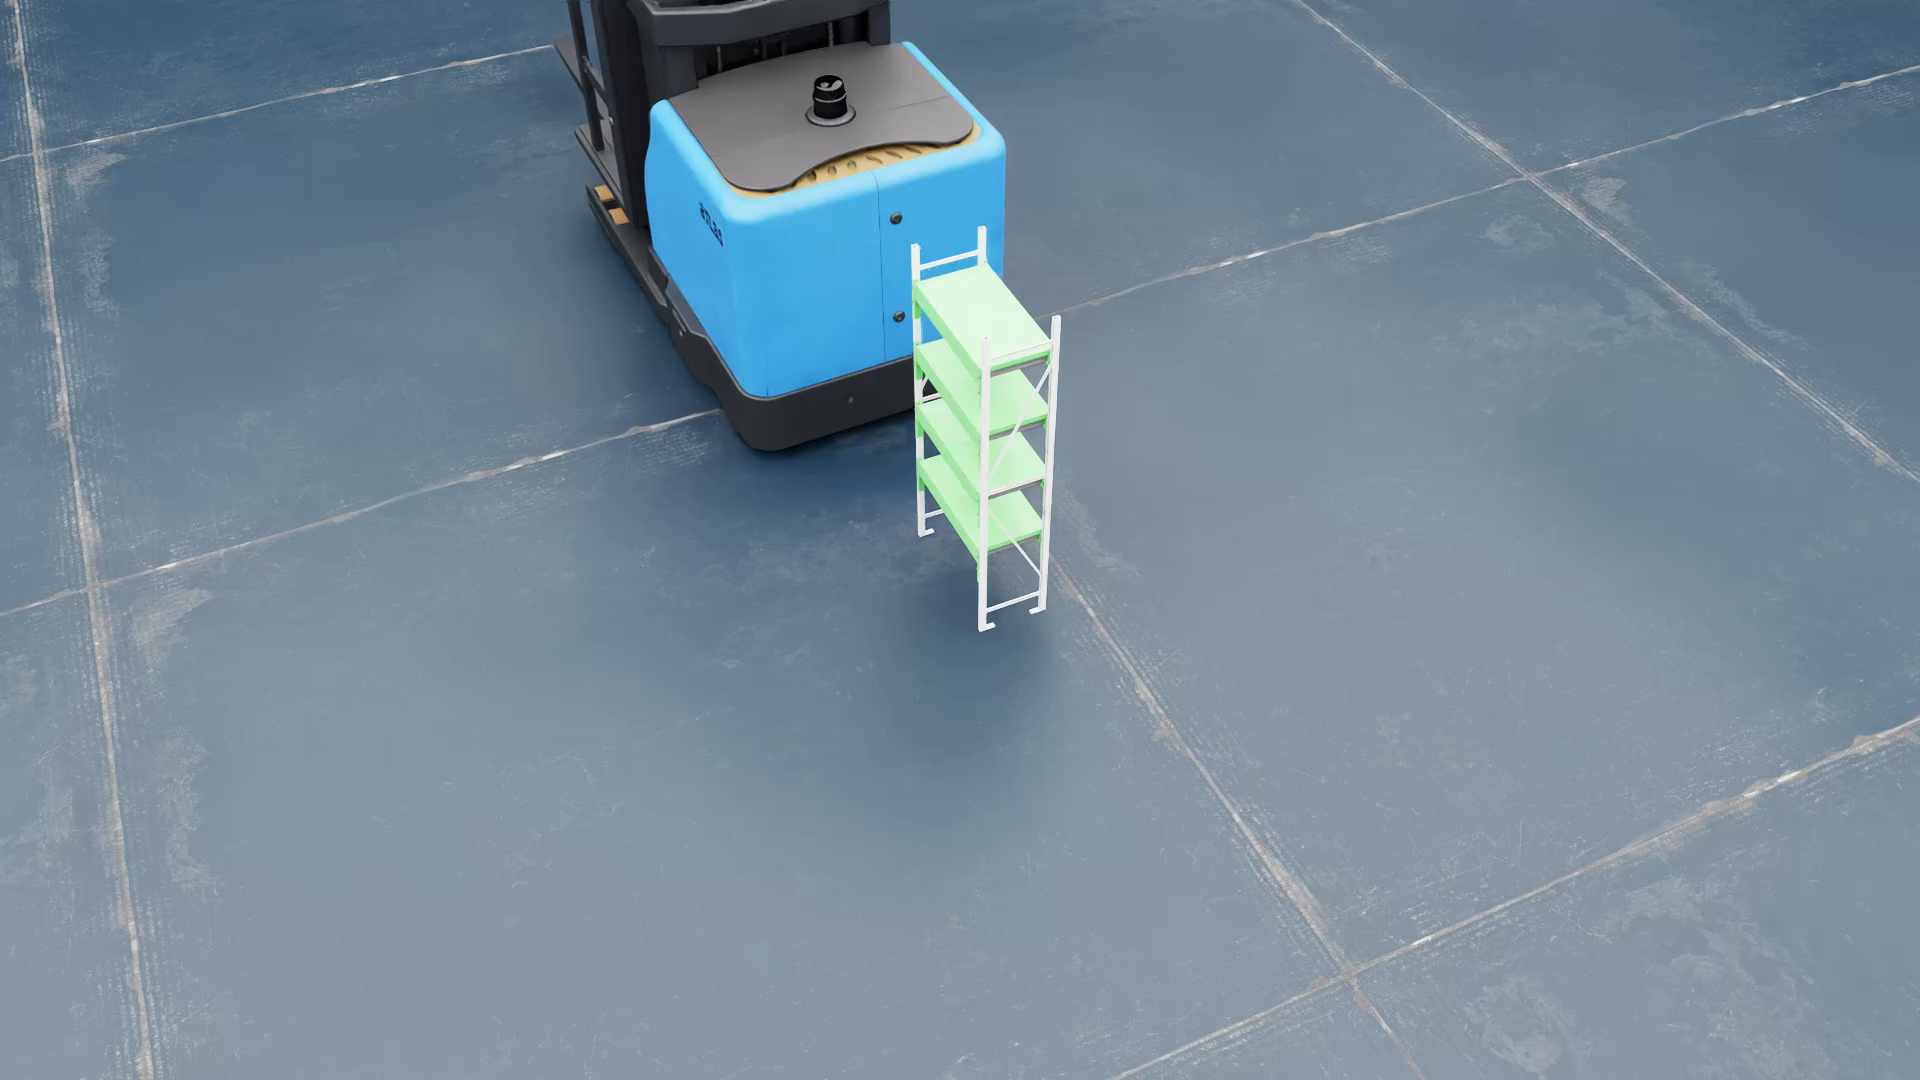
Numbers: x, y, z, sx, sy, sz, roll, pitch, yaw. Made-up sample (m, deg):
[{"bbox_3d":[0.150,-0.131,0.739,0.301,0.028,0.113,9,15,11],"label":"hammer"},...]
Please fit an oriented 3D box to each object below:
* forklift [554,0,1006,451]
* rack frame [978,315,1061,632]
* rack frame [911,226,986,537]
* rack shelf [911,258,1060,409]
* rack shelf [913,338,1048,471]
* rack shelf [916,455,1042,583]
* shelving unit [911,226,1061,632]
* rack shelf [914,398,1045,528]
[{"bbox_3d":[-0.935,-2.401,6.096,1.130,2.935,3.031,-19,48,-18],"label":"forklift"},{"bbox_3d":[0.172,-0.166,5.064,0.240,1.200,0.015,-18,47,-17],"label":"rack frame"},{"bbox_3d":[-0.033,-0.477,5.379,0.240,1.200,0.015,-18,47,-17],"label":"rack frame"},{"bbox_3d":[0.070,-0.618,4.929,0.258,0.148,0.480,-18,47,-17],"label":"rack shelf"},{"bbox_3d":[0.070,-0.447,5.098,0.258,0.148,0.480,-18,47,-17],"label":"rack shelf"},{"bbox_3d":[0.070,-0.105,5.435,0.258,0.148,0.480,-18,47,-17],"label":"rack shelf"},{"bbox_3d":[0.070,-0.322,5.222,0.258,1.200,0.503,-18,47,-17],"label":"shelving unit"},{"bbox_3d":[0.070,-0.276,5.267,0.258,0.148,0.480,-18,47,-17],"label":"rack shelf"}]
